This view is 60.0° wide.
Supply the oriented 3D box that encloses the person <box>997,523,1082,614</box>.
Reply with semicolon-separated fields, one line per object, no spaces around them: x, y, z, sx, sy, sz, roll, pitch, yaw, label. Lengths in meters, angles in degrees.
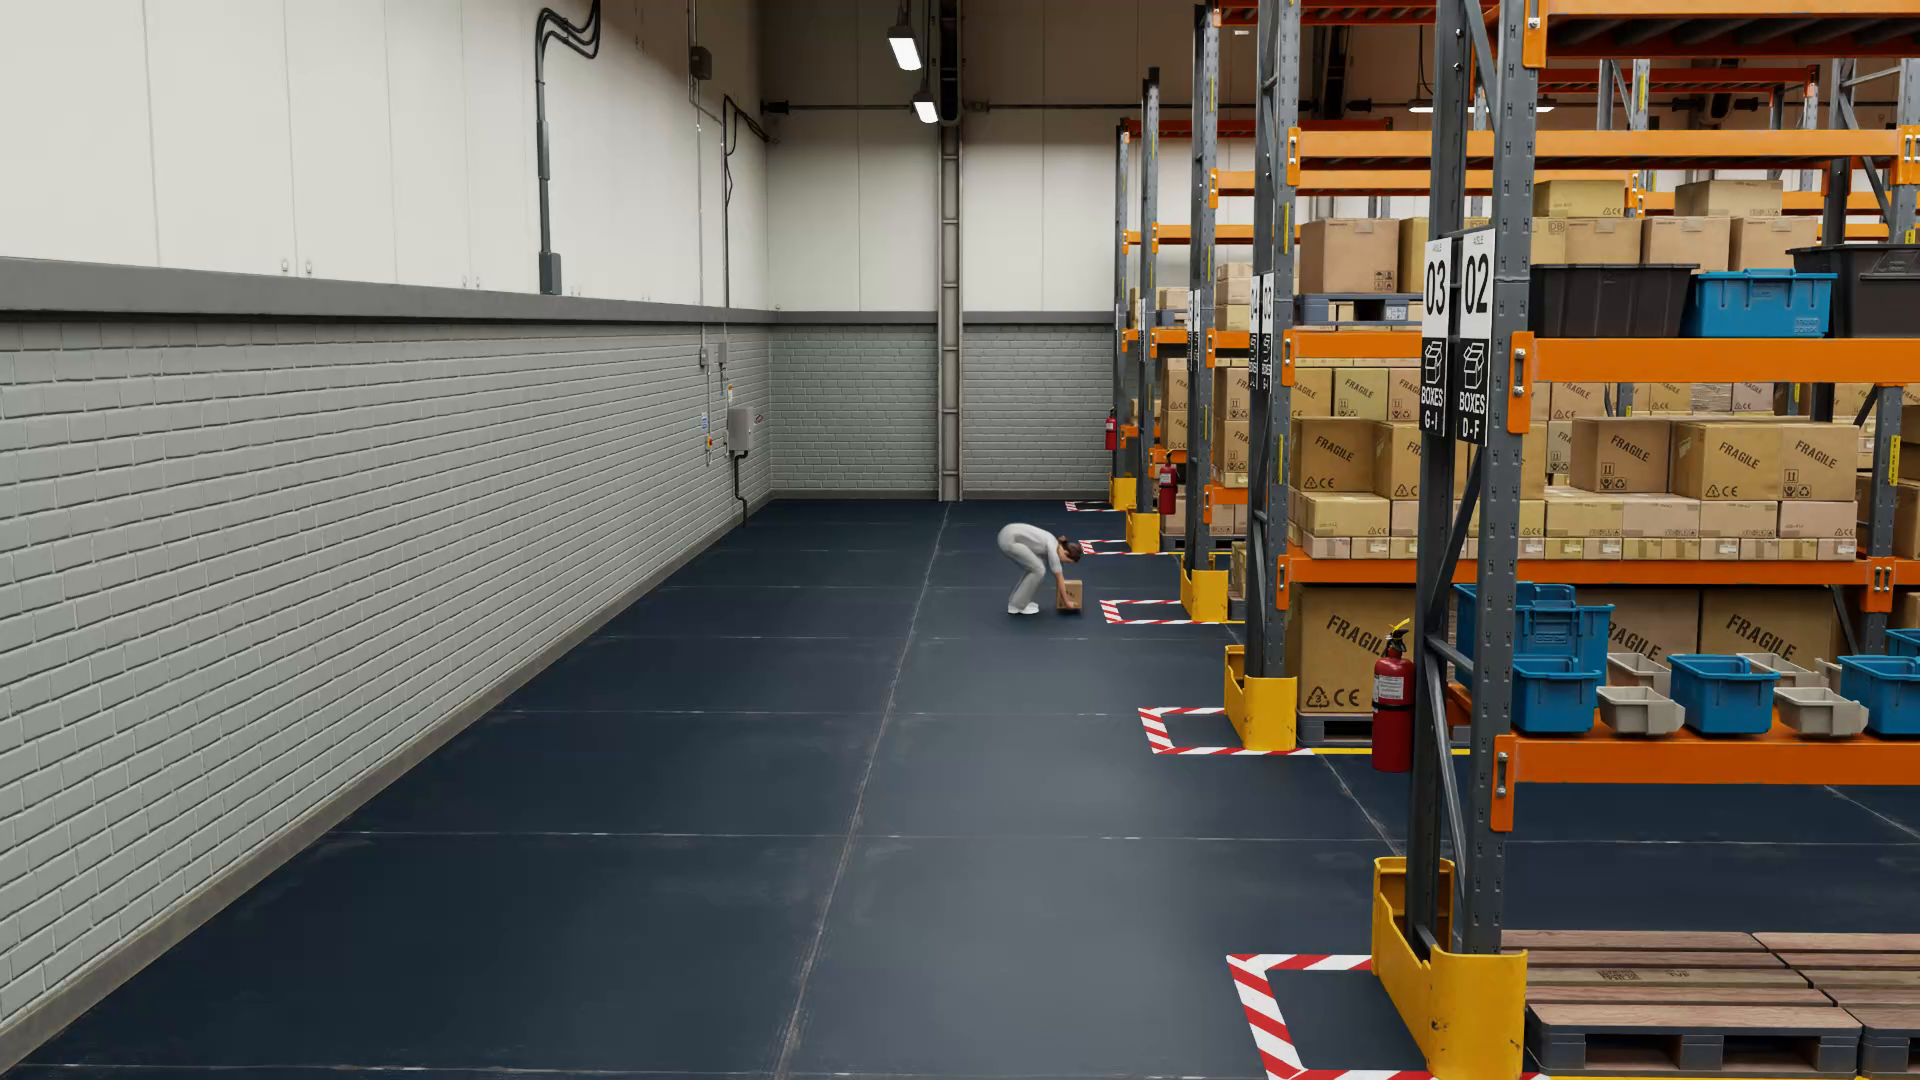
0.793;0.278;16.680;0.849;0.893;0.471;0;7;-2;person
